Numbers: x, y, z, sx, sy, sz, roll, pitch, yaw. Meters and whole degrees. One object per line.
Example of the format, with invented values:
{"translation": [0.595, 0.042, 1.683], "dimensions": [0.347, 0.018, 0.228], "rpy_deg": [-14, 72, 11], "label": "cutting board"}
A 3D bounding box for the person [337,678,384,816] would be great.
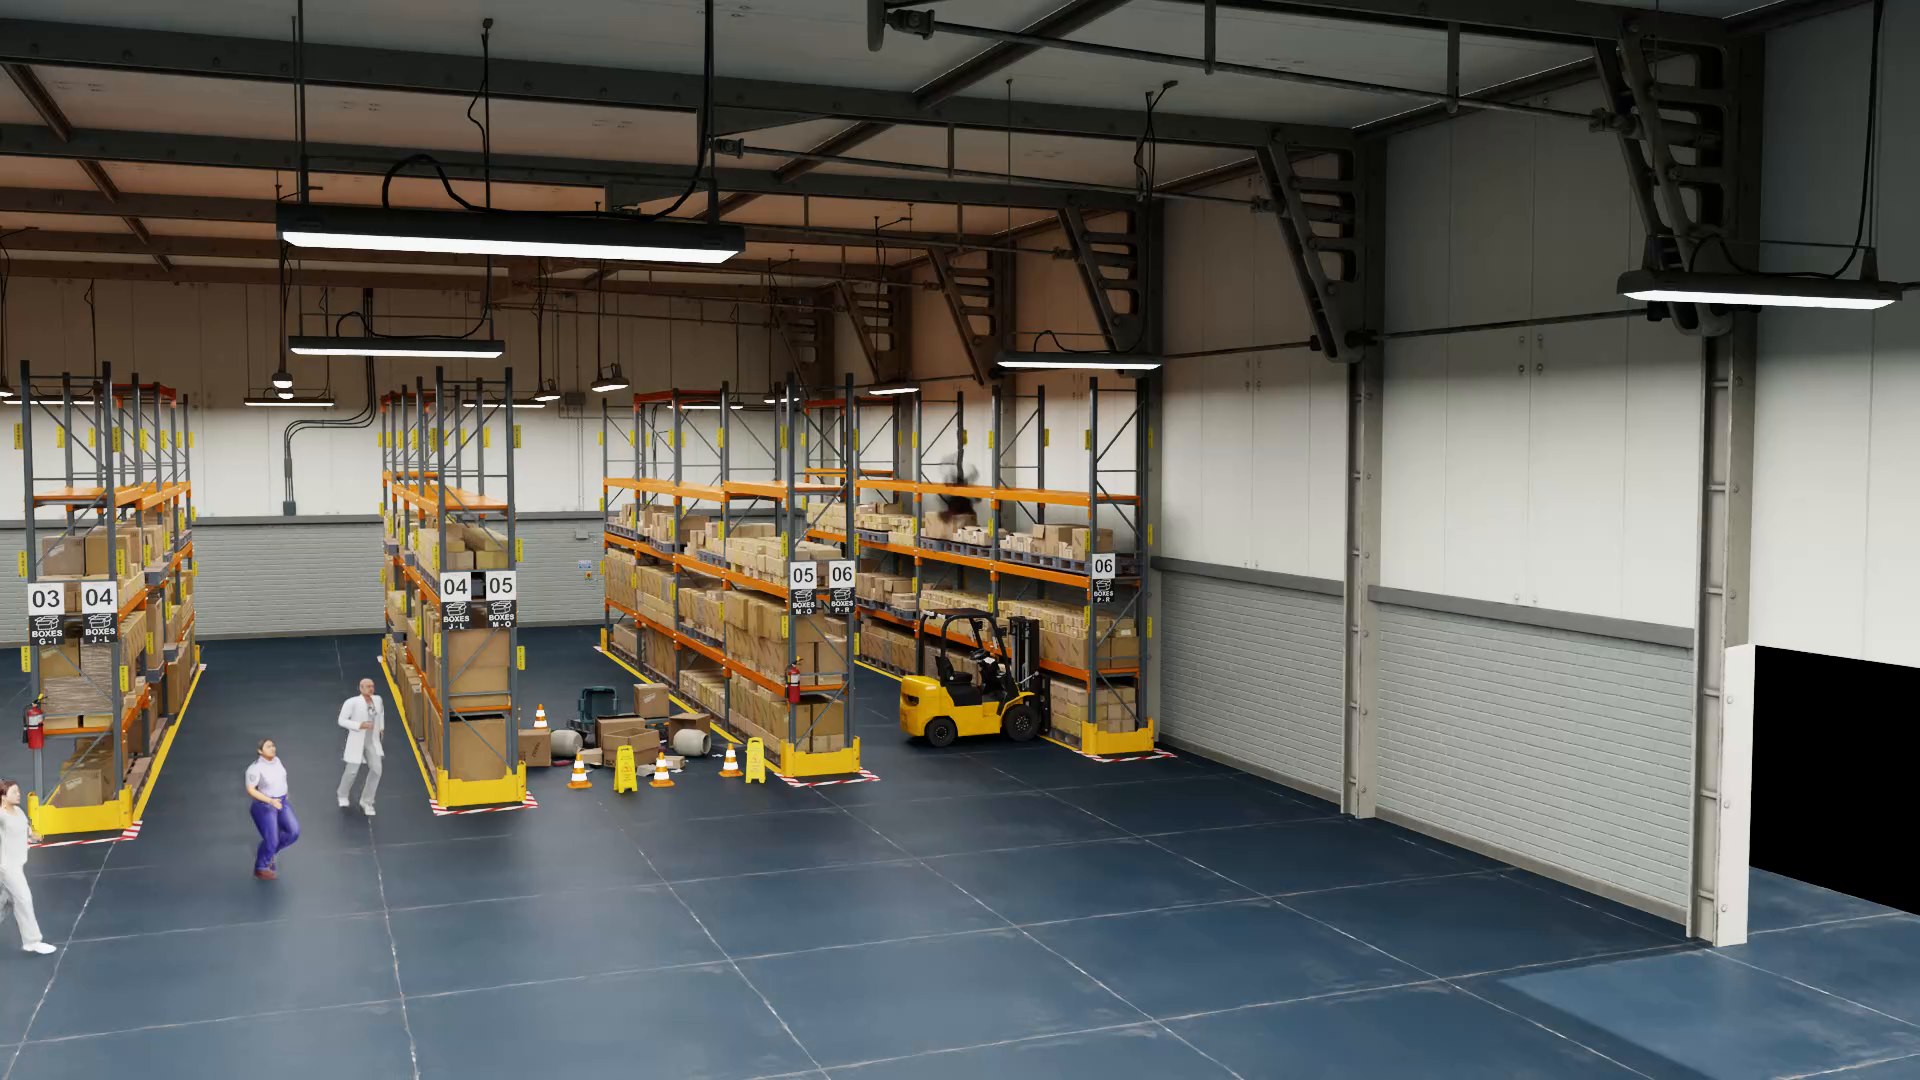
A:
{"translation": [-8.051, 2.783, 22.424], "dimensions": [0.724, 1.850, 0.821], "rpy_deg": [-3, 5, -45], "label": "person"}

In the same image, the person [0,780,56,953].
{"translation": [-9.227, 3.164, 16.159], "dimensions": [0.864, 1.671, 0.568], "rpy_deg": [0, 3, -1], "label": "person"}

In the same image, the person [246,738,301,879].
{"translation": [-7.853, 3.065, 19.013], "dimensions": [0.508, 1.599, 0.616], "rpy_deg": [1, 4, 18], "label": "person"}
